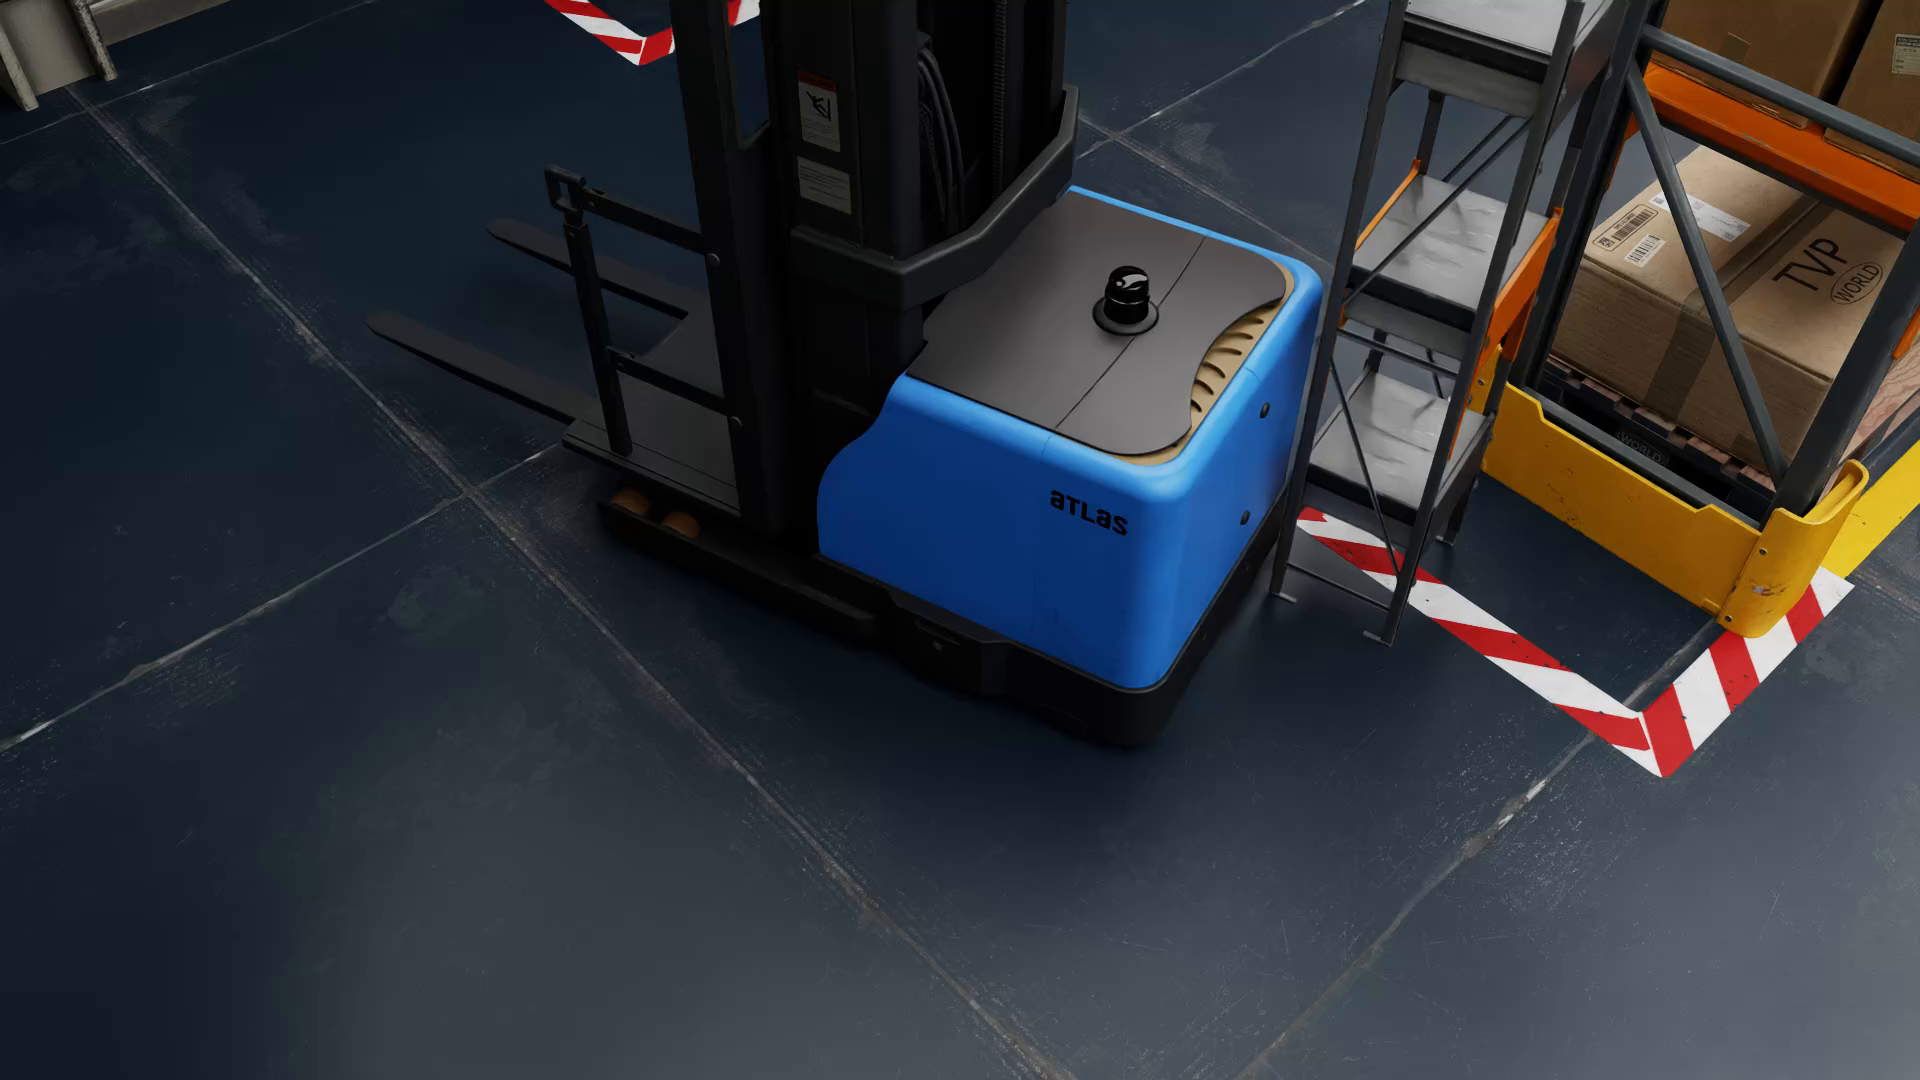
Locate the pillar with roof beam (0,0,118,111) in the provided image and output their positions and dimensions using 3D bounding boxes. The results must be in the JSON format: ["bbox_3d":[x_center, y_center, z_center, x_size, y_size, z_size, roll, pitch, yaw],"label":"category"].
[{"bbox_3d":[-0.930,-2.665,1.586,0.400,9.000,9.100,-34,56,-27],"label":"pillar with roof beam"}]

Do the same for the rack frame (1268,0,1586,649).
[{"bbox_3d":[1.116,-0.474,4.258,0.400,2.100,0.015,26,52,22],"label":"rack frame"}]

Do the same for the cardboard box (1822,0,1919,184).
[{"bbox_3d":[2.666,-1.232,4.278,0.500,0.500,0.500,-34,56,-27],"label":"cardboard box"}]

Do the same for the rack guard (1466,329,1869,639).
[{"bbox_3d":[2.100,-0.258,5.147,0.348,0.500,1.175,-34,56,-27],"label":"rack guard"}]

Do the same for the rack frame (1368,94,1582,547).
[{"bbox_3d":[1.384,-0.773,4.535,0.400,2.100,0.015,26,52,22],"label":"rack frame"}]

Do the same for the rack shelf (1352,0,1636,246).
[{"bbox_3d":[1.250,-1.089,3.892,0.431,0.518,0.480,26,52,22],"label":"rack shelf"}]

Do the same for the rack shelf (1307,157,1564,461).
[{"bbox_3d":[1.250,-0.614,4.407,0.431,0.518,0.480,26,52,22],"label":"rack shelf"}]

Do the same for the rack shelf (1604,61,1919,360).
[{"bbox_3d":[3.597,-1.862,5.417,4.000,0.370,1.077,-34,56,-27],"label":"rack shelf"}]

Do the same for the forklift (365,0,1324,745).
[{"bbox_3d":[-0.540,-1.235,4.395,3.031,2.935,1.130,23,51,20],"label":"forklift"}]

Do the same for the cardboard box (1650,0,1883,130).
[{"bbox_3d":[2.296,-1.533,4.556,0.500,0.500,0.500,-33,56,-27],"label":"cardboard box"}]

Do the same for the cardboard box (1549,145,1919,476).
[{"bbox_3d":[2.539,-0.771,5.378,0.875,0.438,0.875,-36,57,-28],"label":"cardboard box"}]

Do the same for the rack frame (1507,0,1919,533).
[{"bbox_3d":[2.118,-1.117,4.240,0.127,3.000,1.000,-34,56,-27],"label":"rack frame"}]

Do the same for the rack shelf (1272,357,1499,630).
[{"bbox_3d":[1.250,-0.140,4.921,0.431,0.518,0.480,26,52,22],"label":"rack shelf"}]

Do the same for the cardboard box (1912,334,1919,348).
[{"bbox_3d":[3.210,-1.228,5.800,0.875,0.438,0.875,-32,55,-26],"label":"cardboard box"}]

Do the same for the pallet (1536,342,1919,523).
[{"bbox_3d":[2.656,-0.609,5.669,1.213,0.211,1.003,-34,56,-27],"label":"pallet"}]

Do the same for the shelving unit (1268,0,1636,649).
[{"bbox_3d":[1.250,-0.623,4.396,0.431,2.100,0.503,26,52,22],"label":"shelving unit"}]
